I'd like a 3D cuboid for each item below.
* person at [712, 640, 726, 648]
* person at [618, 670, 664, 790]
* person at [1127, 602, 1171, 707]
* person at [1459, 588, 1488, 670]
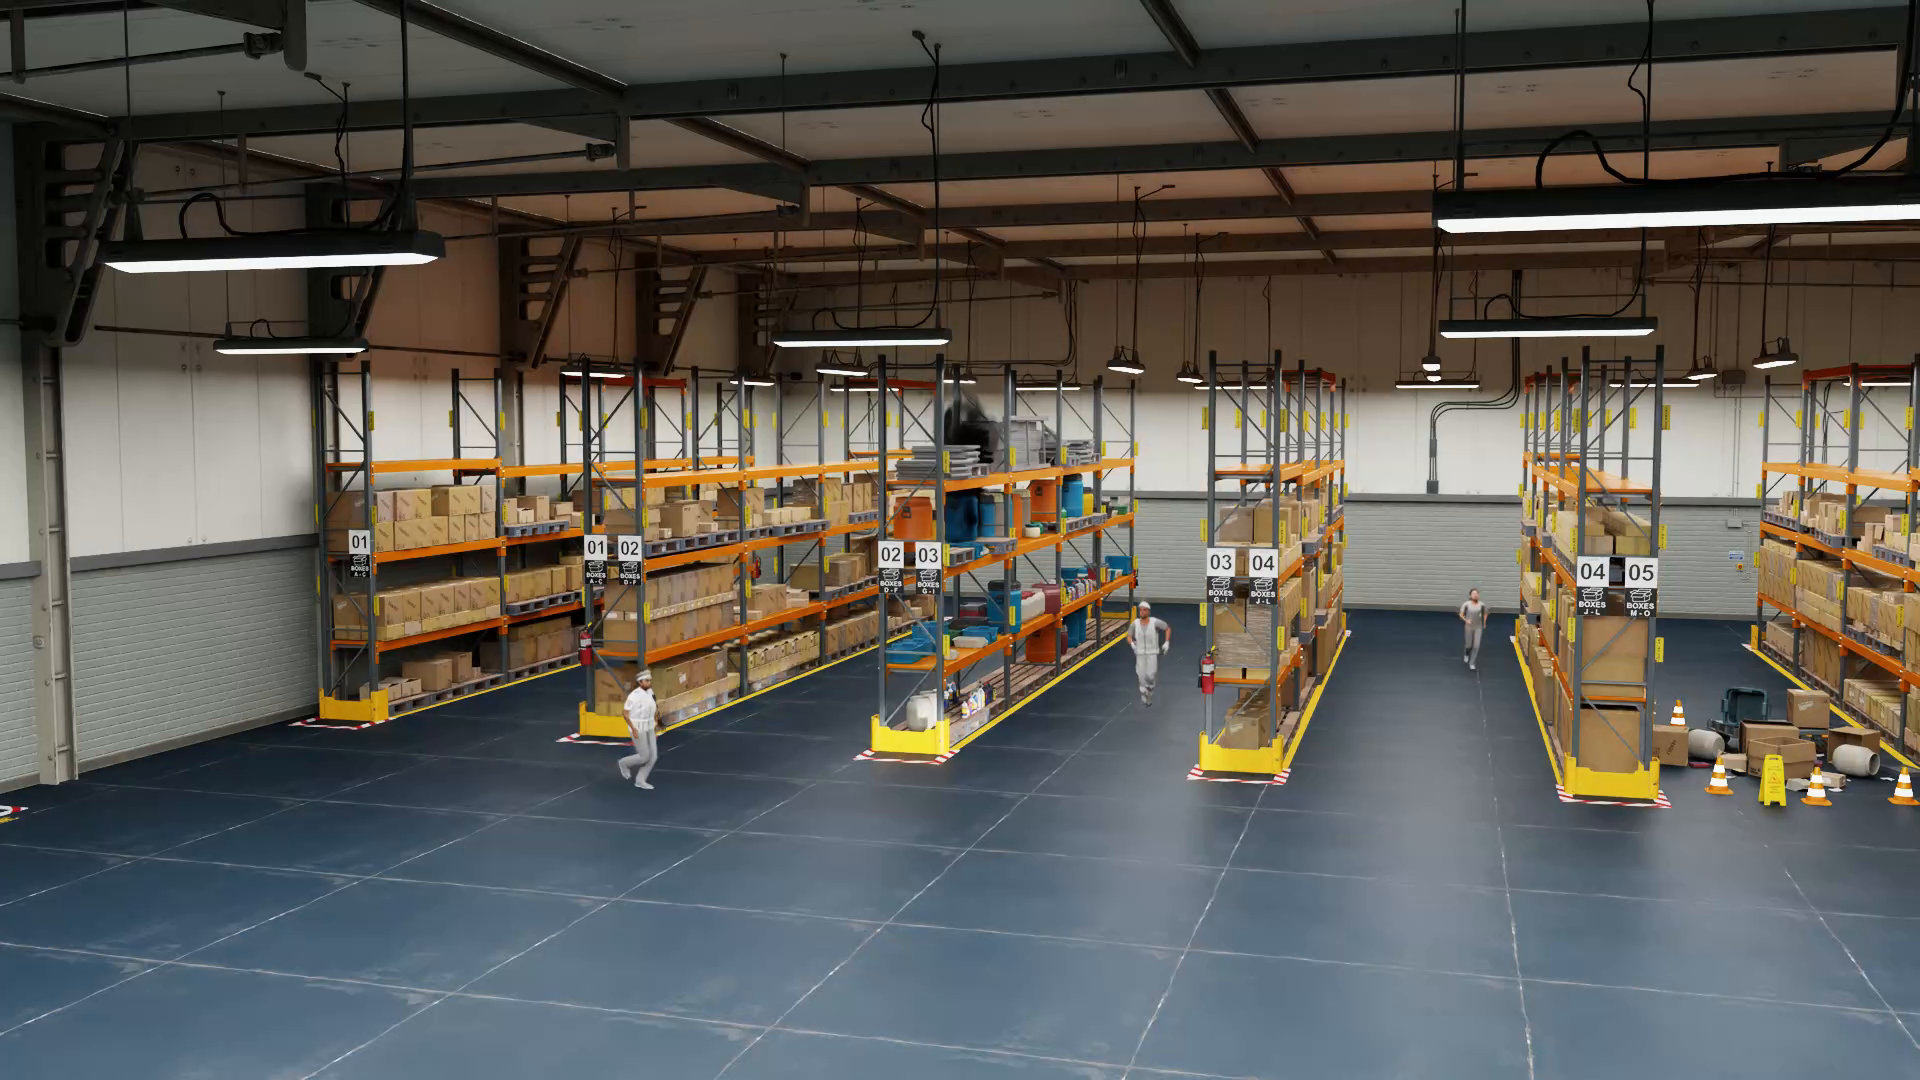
[{"bbox_3d":[-5.234,1.627,35.794,0.584,1.731,0.735,1,4,18],"label":"person"},{"bbox_3d":[-4.349,2.575,22.660,0.593,1.641,0.558,3,5,32],"label":"person"},{"bbox_3d":[3.059,1.885,27.185,0.687,1.751,0.748,1,4,19],"label":"person"},{"bbox_3d":[10.382,1.786,33.611,0.563,1.628,0.639,1,4,7],"label":"person"}]
